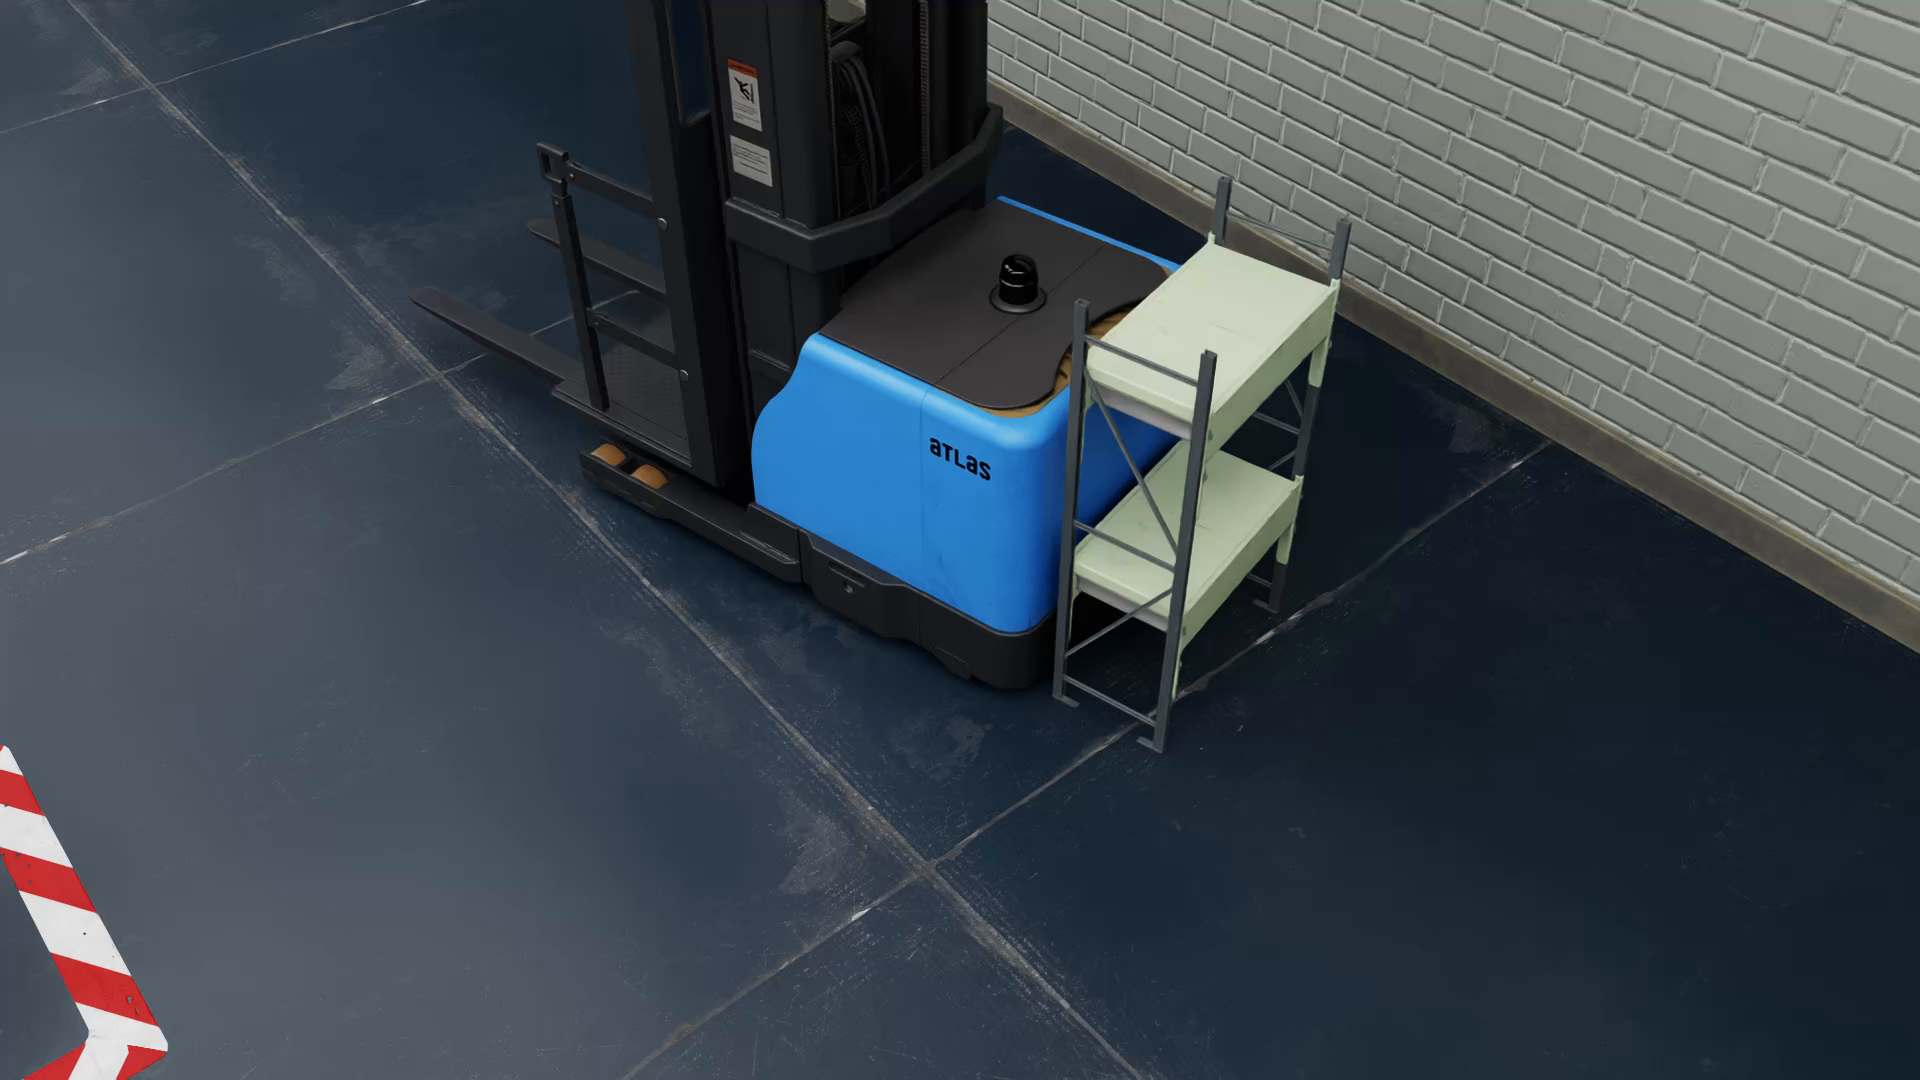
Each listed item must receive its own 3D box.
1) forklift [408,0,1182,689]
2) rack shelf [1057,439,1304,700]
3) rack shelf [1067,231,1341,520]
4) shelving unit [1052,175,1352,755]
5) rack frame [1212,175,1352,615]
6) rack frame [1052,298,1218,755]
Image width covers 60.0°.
[{"bbox_3d":[-0.727,-1.429,5.130,3.031,2.935,1.130,27,49,26],"label":"forklift"},{"bbox_3d":[0.673,0.055,5.072,0.431,0.370,0.720,26,49,25],"label":"rack shelf"},{"bbox_3d":[0.673,-0.467,4.582,0.431,0.370,0.720,26,49,25],"label":"rack shelf"},{"bbox_3d":[0.673,-0.183,4.849,0.431,1.500,0.755,26,49,25],"label":"shelving unit"},{"bbox_3d":[0.888,-0.386,5.065,0.400,1.500,0.023,26,49,25],"label":"rack frame"},{"bbox_3d":[0.458,0.020,4.633,0.400,1.500,0.023,26,49,25],"label":"rack frame"}]
